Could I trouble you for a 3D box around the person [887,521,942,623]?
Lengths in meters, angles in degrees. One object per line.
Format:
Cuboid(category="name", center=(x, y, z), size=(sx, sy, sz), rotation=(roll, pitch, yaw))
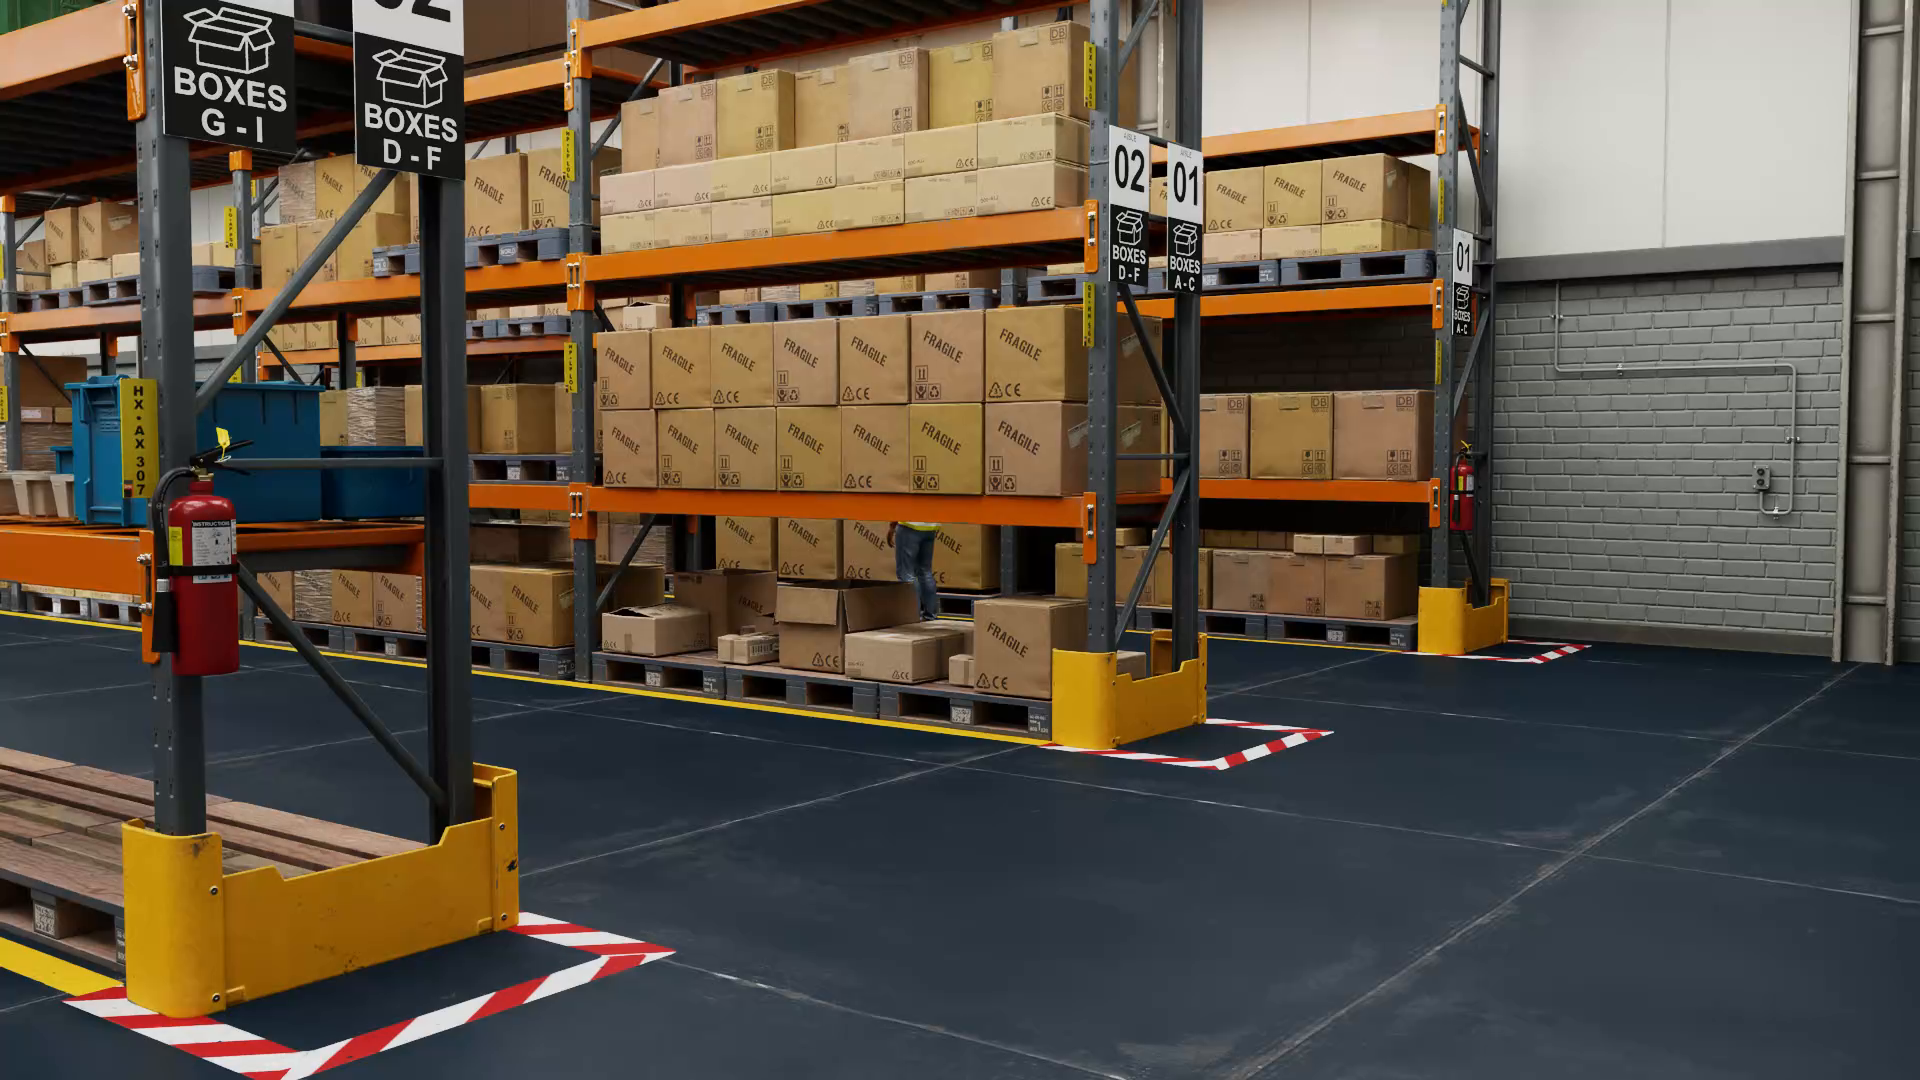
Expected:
Cuboid(category="person", center=(-0.397, -0.115, 14.321), size=(0.456, 1.761, 0.628), rotation=(2, 4, 37))
